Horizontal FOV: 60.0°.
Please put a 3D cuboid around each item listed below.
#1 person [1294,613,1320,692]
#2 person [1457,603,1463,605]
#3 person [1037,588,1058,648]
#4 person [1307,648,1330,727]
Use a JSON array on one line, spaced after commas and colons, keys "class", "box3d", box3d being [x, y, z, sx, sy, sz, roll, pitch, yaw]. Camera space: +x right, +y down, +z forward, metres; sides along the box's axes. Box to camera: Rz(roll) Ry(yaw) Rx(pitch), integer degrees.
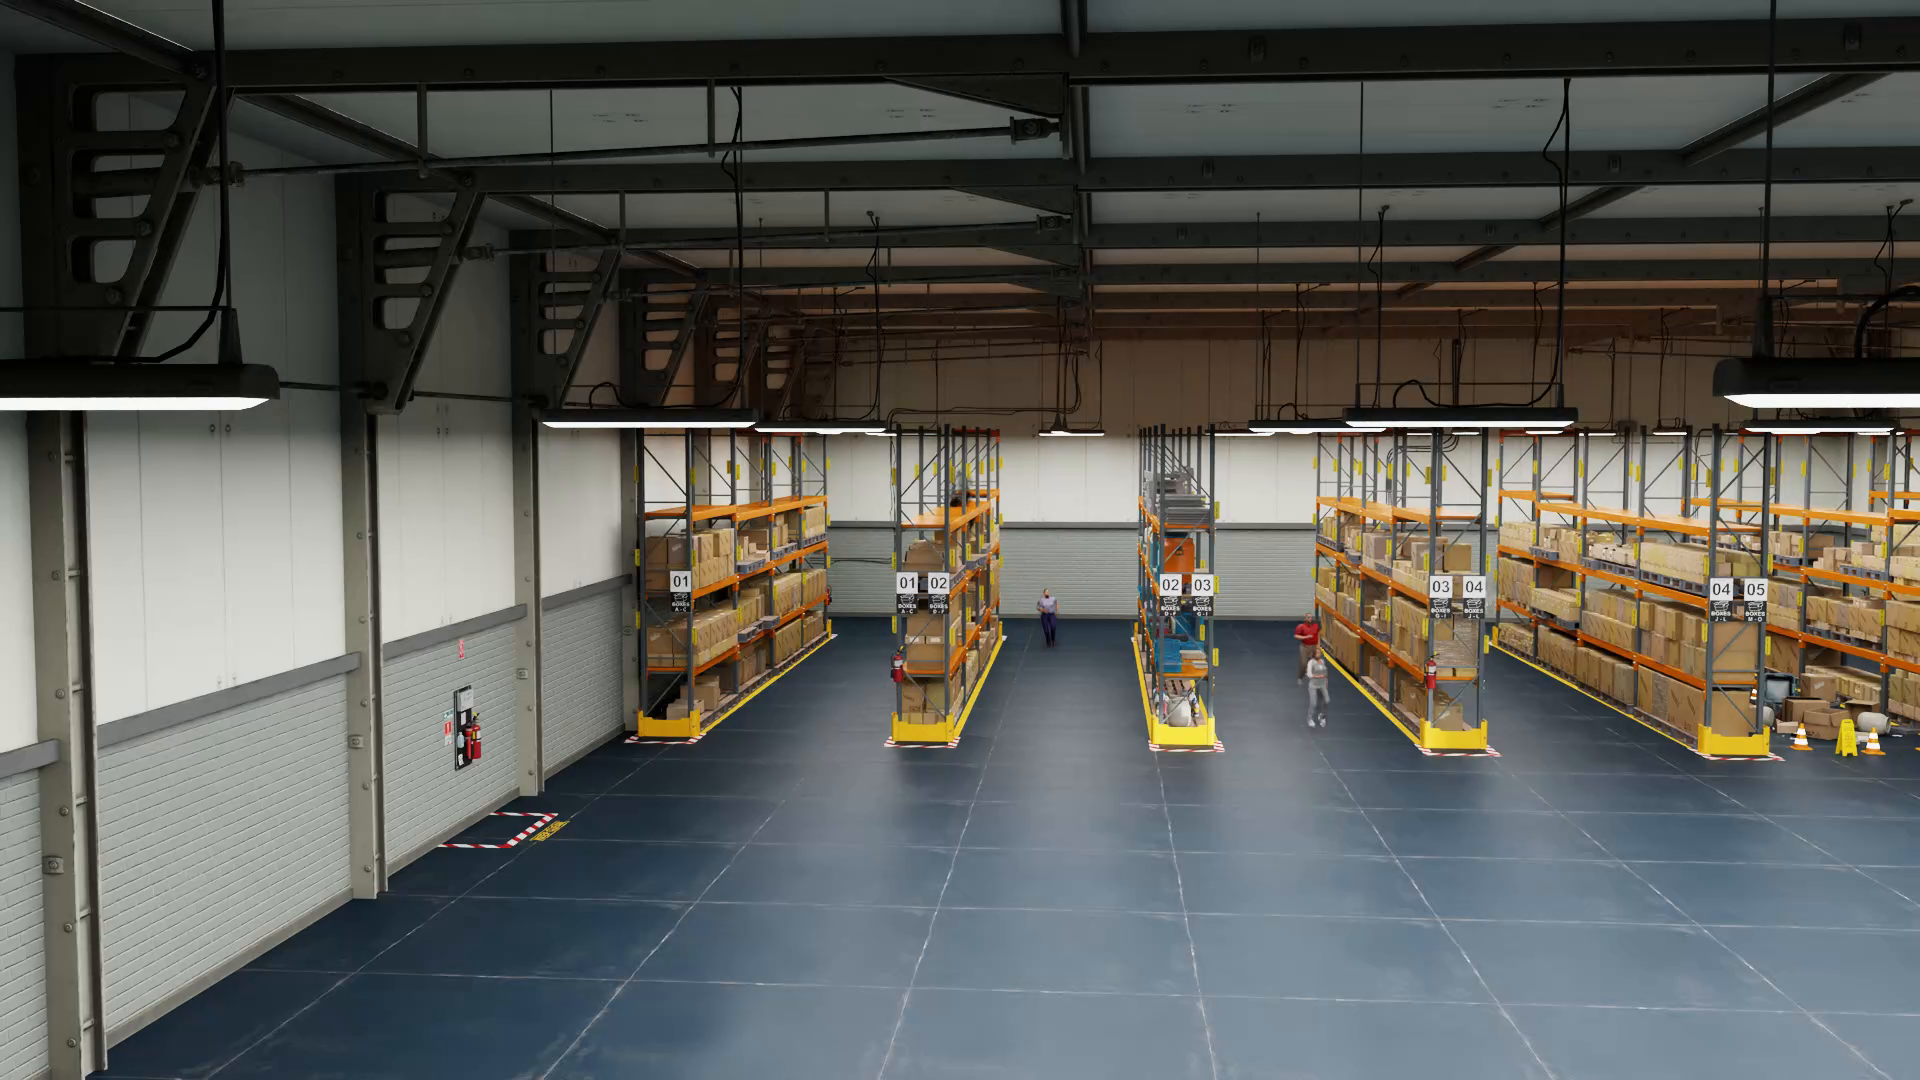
[{"class": "person", "box3d": [7.937, 2.535, 37.962, 0.681, 1.764, 0.908, 0, 3, -6]}, {"class": "person", "box3d": [13.666, 2.097, 46.095, 0.663, 1.674, 0.581, 3, 5, 42]}, {"class": "person", "box3d": [2.397, 2.140, 45.649, 0.573, 1.637, 0.621, 0, 3, -1]}, {"class": "person", "box3d": [7.097, 2.923, 32.892, 0.528, 1.586, 0.650, -1, 4, -15]}]
